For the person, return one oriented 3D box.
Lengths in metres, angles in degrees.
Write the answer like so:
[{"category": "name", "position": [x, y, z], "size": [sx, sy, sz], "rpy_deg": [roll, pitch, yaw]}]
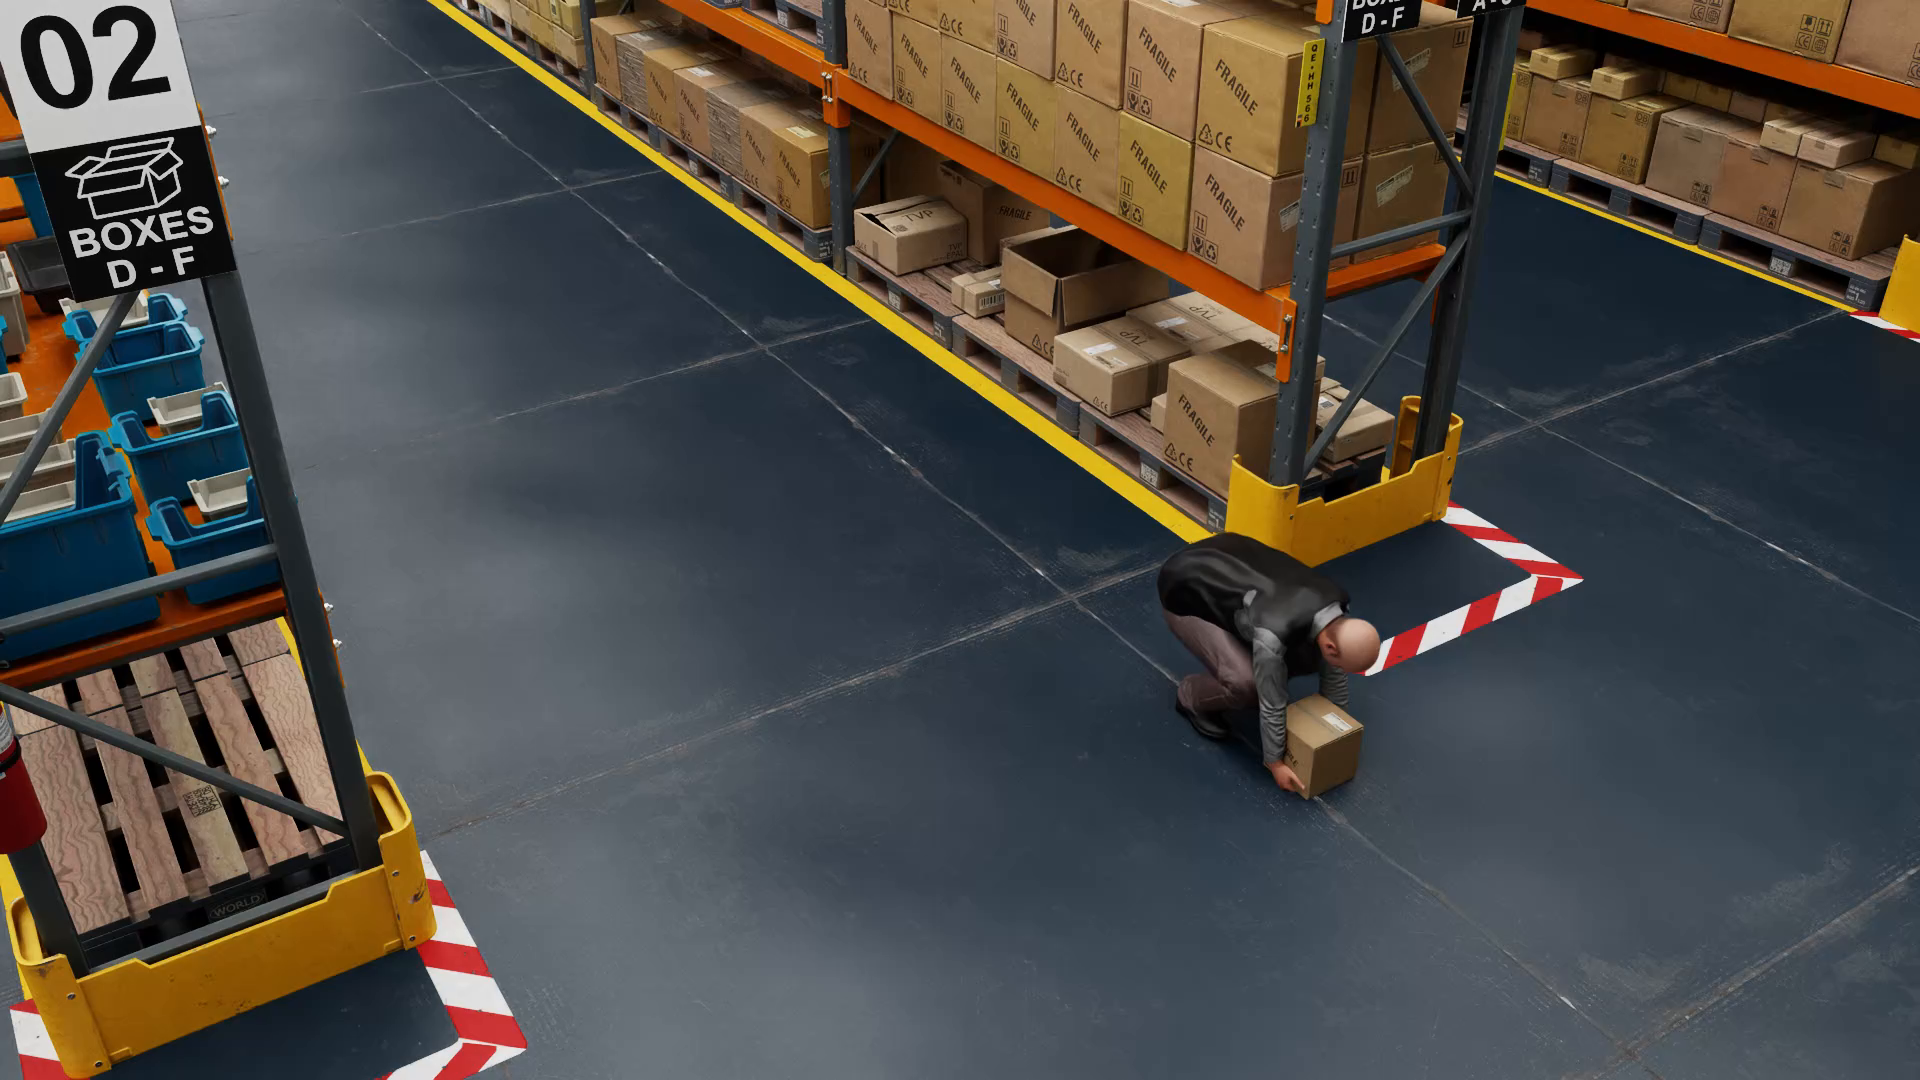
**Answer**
[{"category": "person", "position": [1.178, 0.435, 6.382], "size": [0.506, 0.786, 0.945], "rpy_deg": [-22, 38, -30]}]
